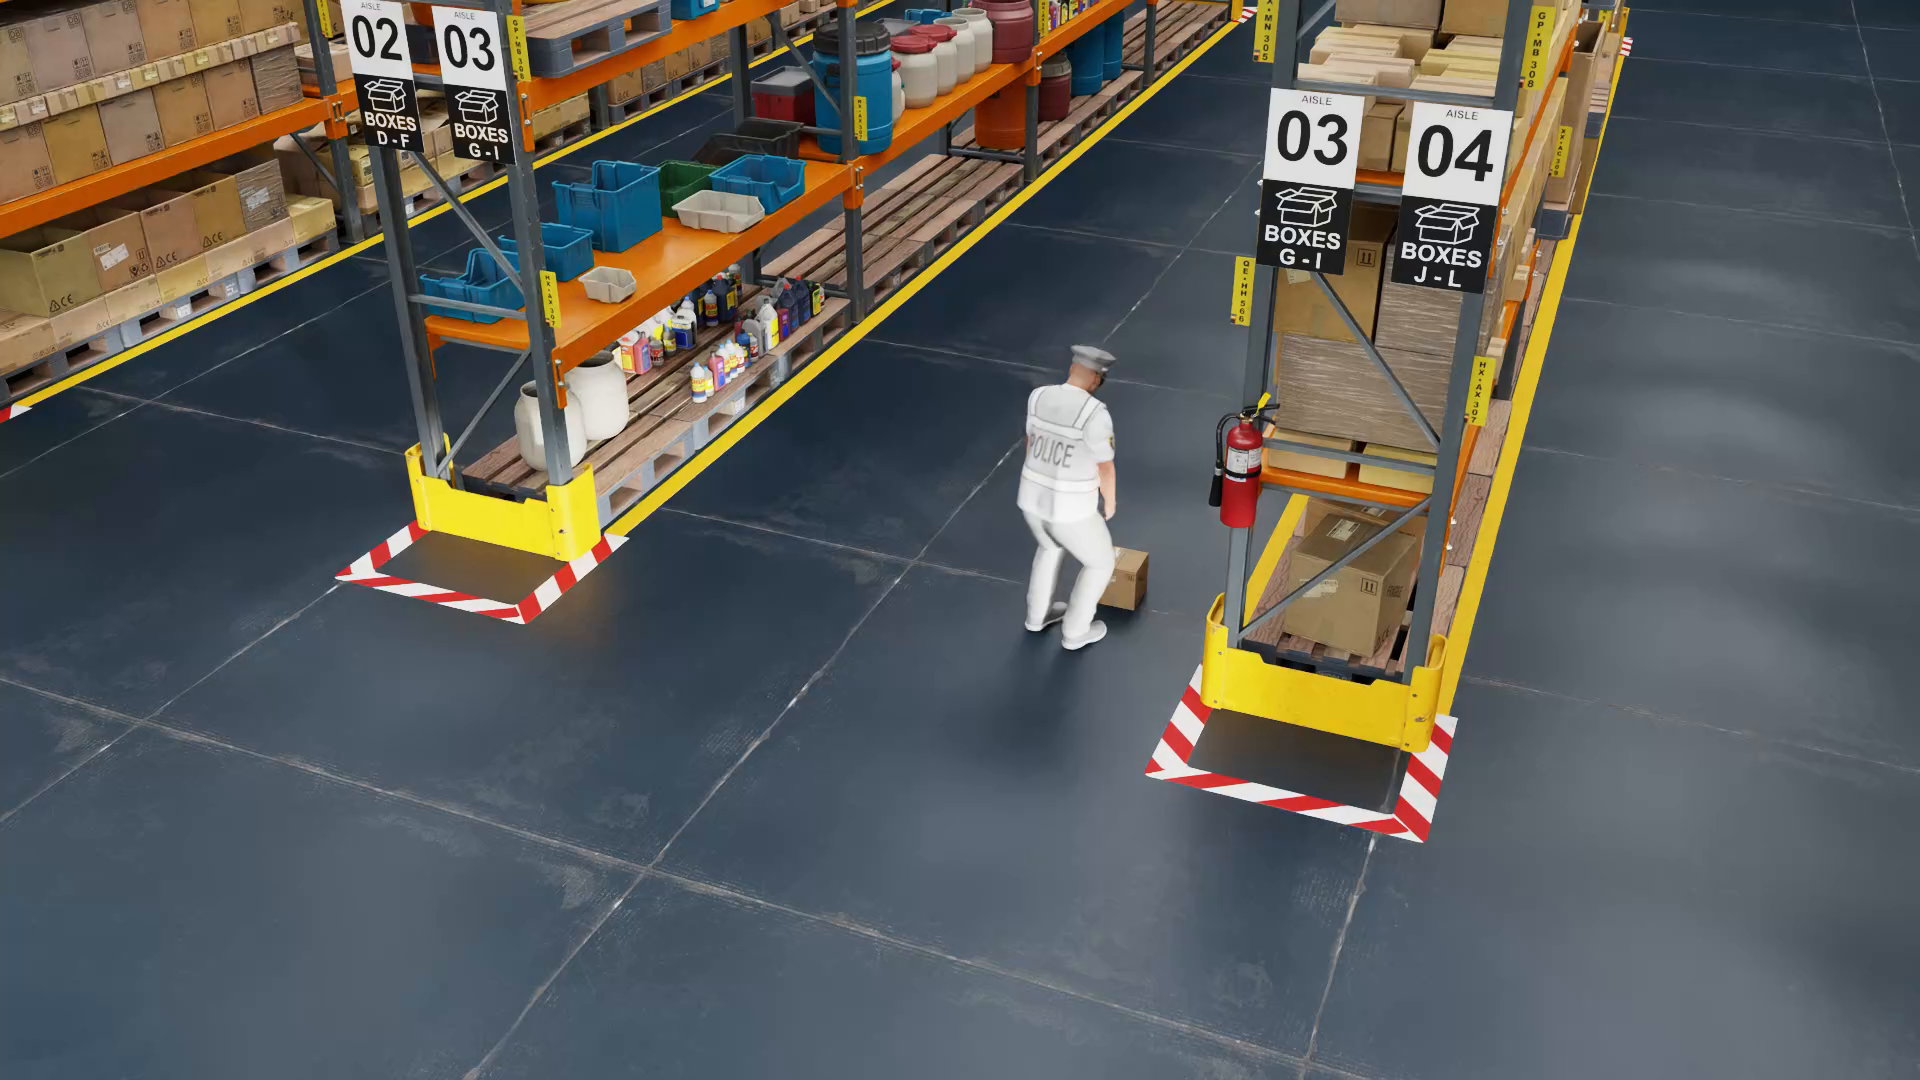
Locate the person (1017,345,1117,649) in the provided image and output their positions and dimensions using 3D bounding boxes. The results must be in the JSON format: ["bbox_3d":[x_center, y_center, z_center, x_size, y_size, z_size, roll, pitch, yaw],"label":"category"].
[{"bbox_3d":[0.585,-0.235,8.926,0.571,1.650,0.557,26,38,37],"label":"person"}]
